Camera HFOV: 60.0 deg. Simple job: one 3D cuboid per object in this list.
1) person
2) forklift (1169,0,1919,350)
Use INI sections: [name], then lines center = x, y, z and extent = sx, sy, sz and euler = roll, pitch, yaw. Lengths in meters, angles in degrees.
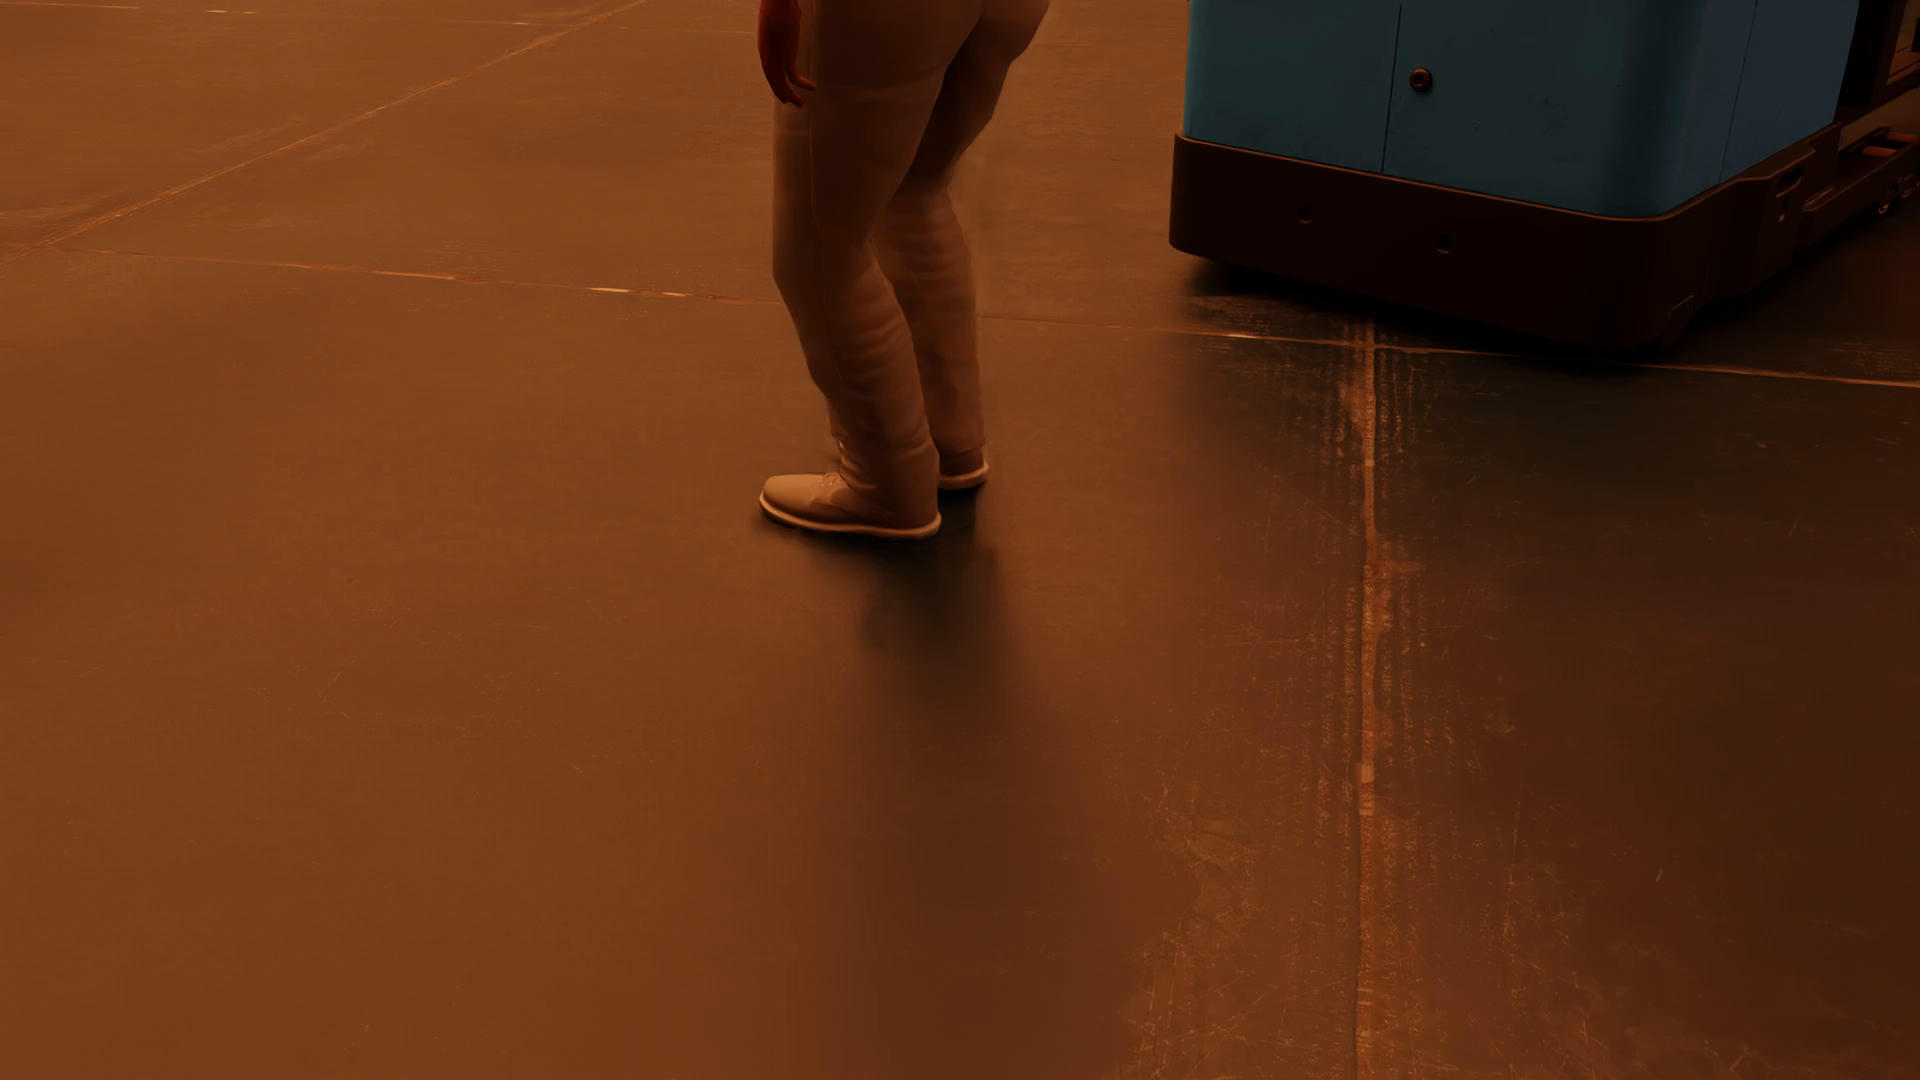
[person]
center = -0.092, -0.777, 2.202
extent = 0.493, 1.672, 0.621
euler = 20, 33, 34
[forklift]
center = 1.807, -2.240, 3.686
extent = 1.130, 2.935, 3.031
euler = 22, 34, 36
